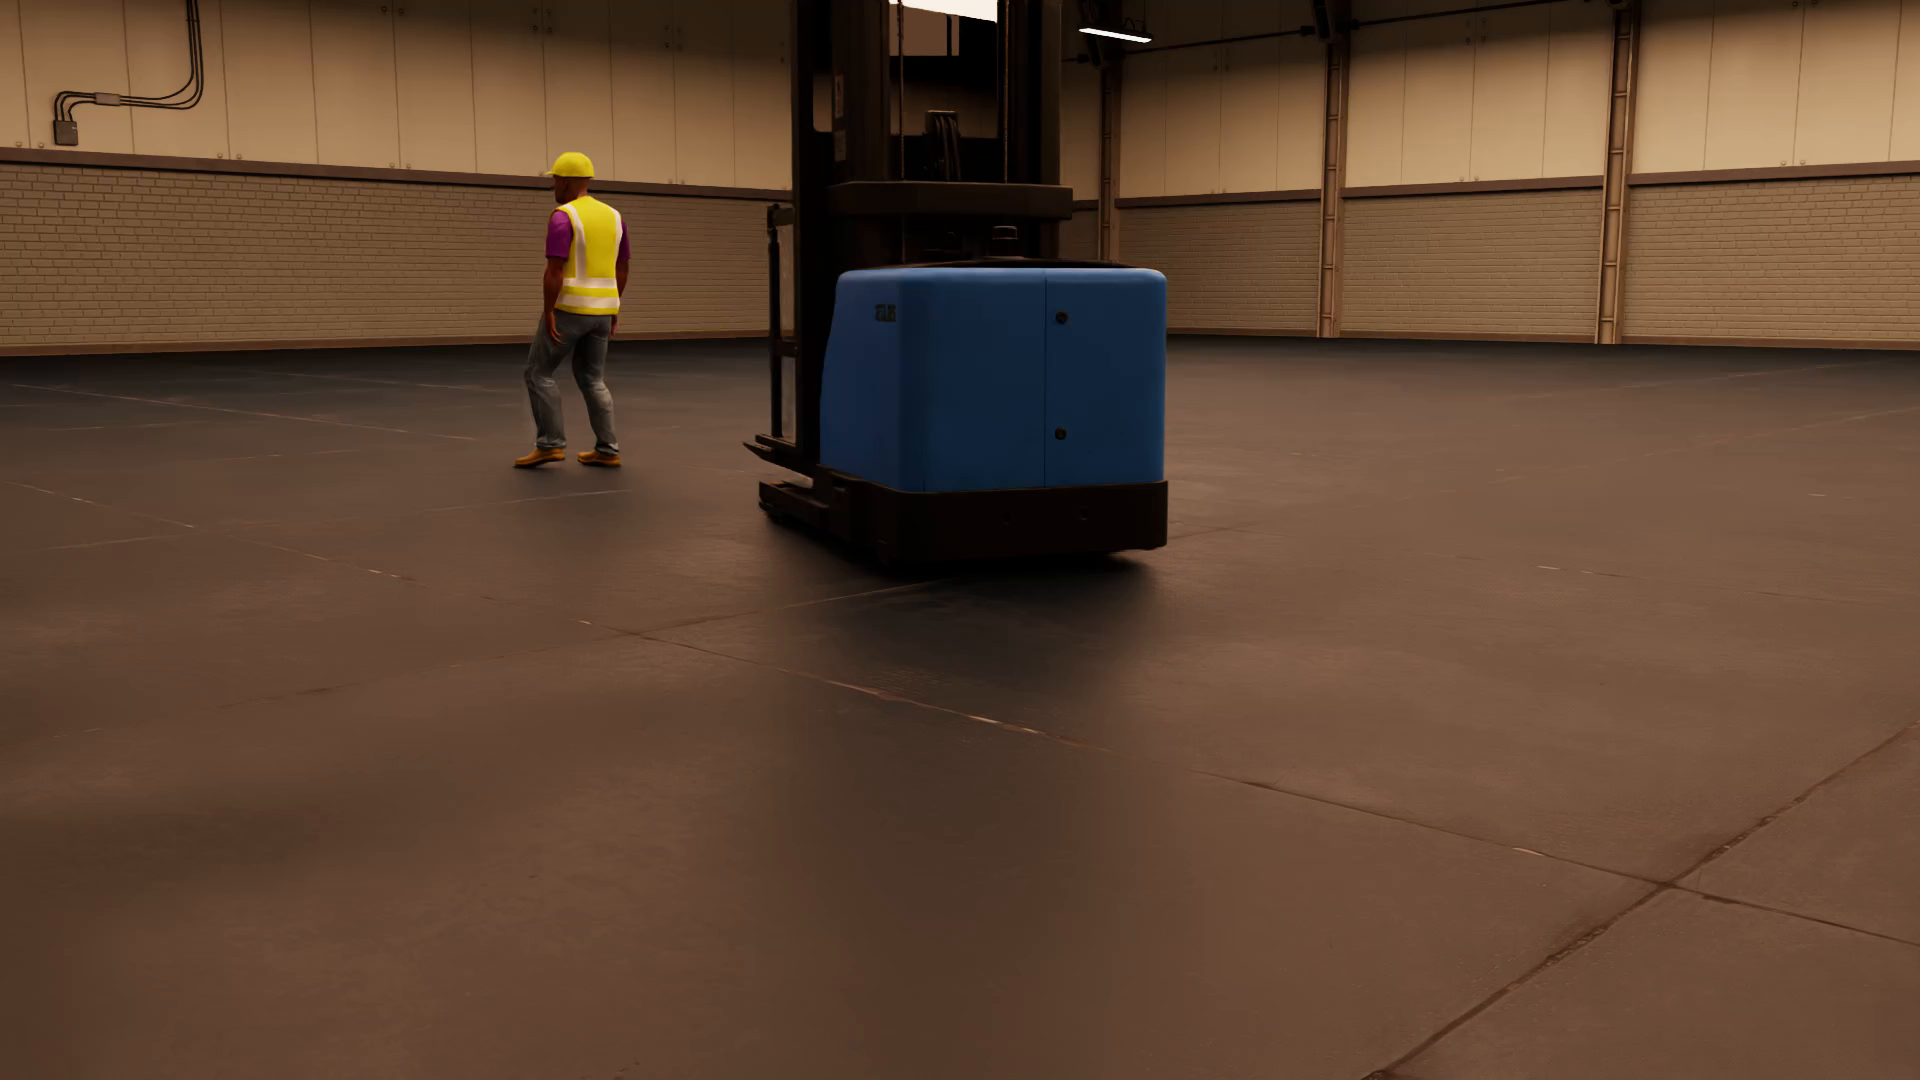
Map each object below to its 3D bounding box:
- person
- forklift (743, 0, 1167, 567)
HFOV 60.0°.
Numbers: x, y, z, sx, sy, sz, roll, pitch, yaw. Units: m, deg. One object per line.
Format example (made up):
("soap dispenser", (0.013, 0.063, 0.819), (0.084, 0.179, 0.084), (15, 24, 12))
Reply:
("person", (-2.198, -1.292, 9.411), (0.514, 1.756, 0.657), (5, 10, 31))
("forklift", (-0.247, -1.536, 7.072), (1.130, 2.935, 3.031), (-3, 9, -21))
